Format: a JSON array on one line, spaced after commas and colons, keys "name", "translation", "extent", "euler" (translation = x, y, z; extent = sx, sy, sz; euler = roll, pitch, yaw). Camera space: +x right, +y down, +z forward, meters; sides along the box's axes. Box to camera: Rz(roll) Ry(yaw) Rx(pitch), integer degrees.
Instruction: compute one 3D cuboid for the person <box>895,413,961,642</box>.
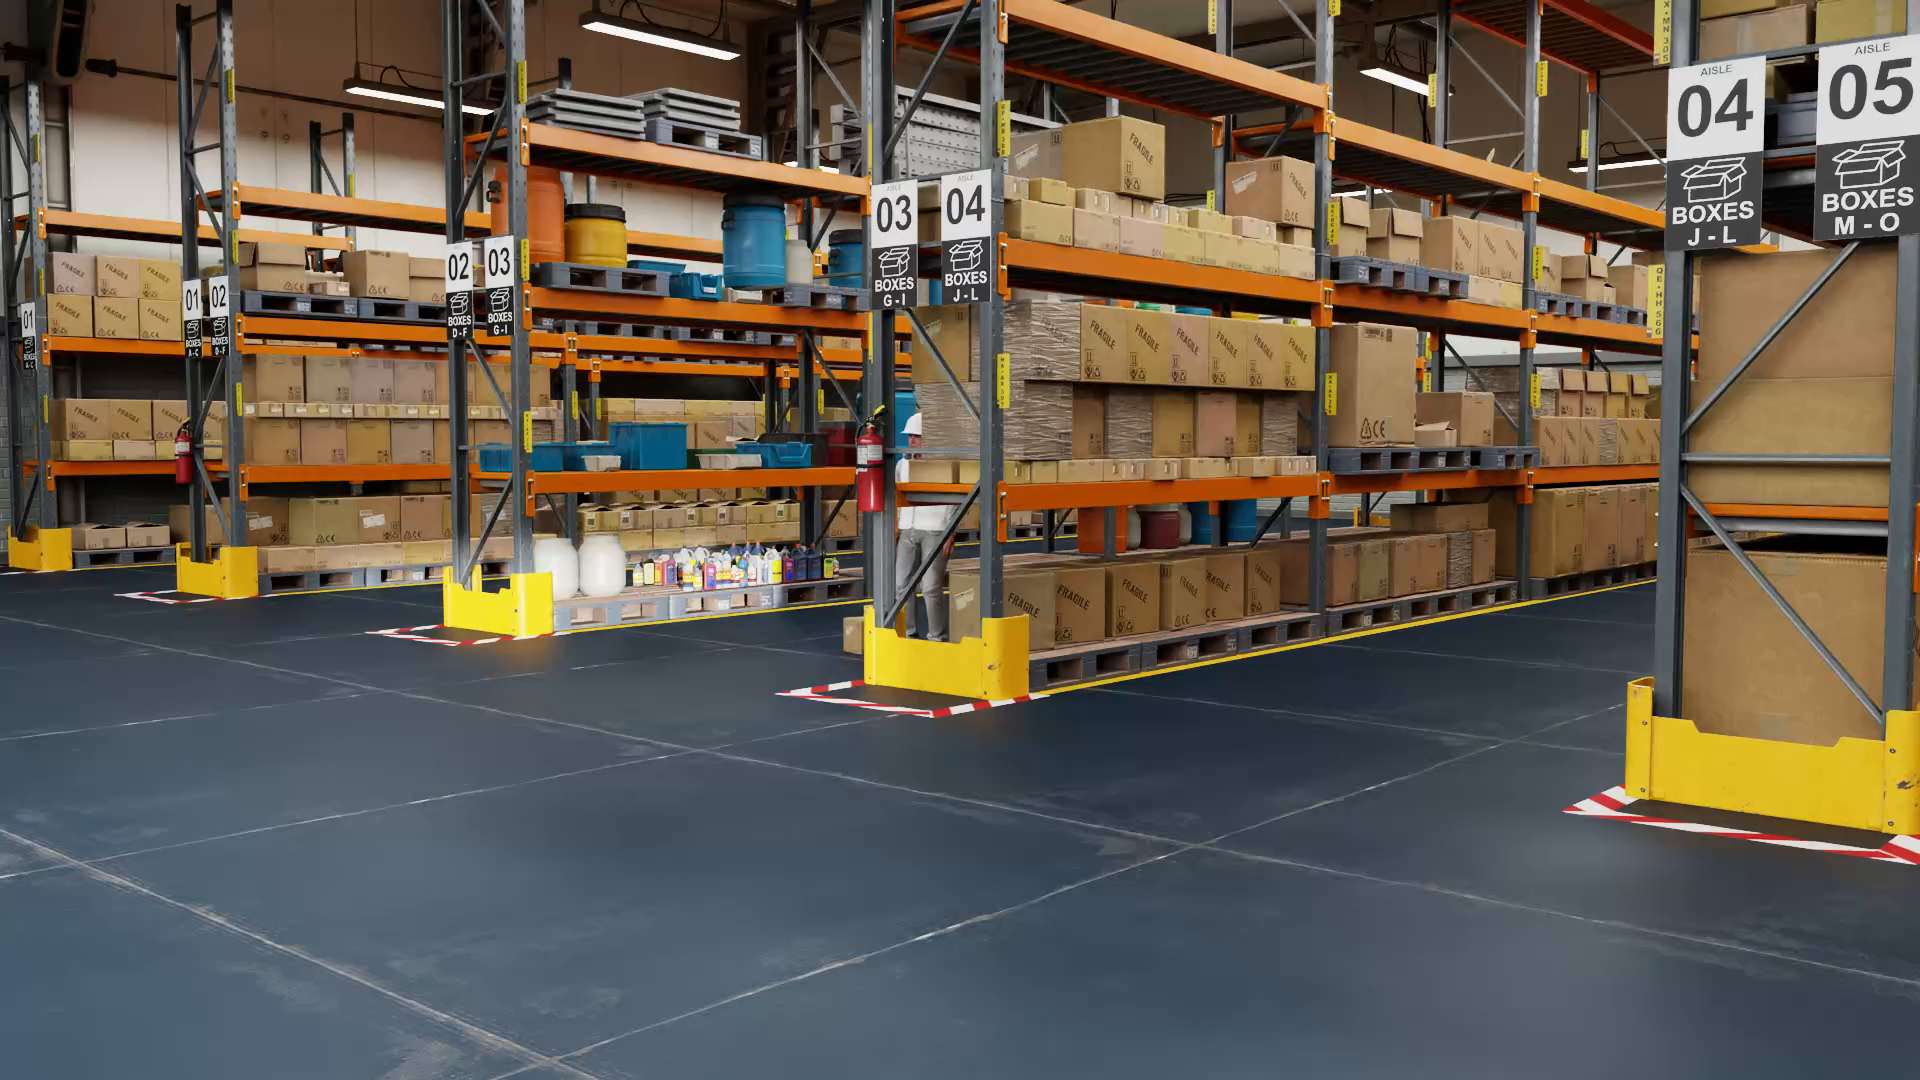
[{"name": "person", "translation": [-0.273, -0.046, 12.264], "extent": [0.593, 1.771, 0.464], "euler": [3, 4, 36]}]
